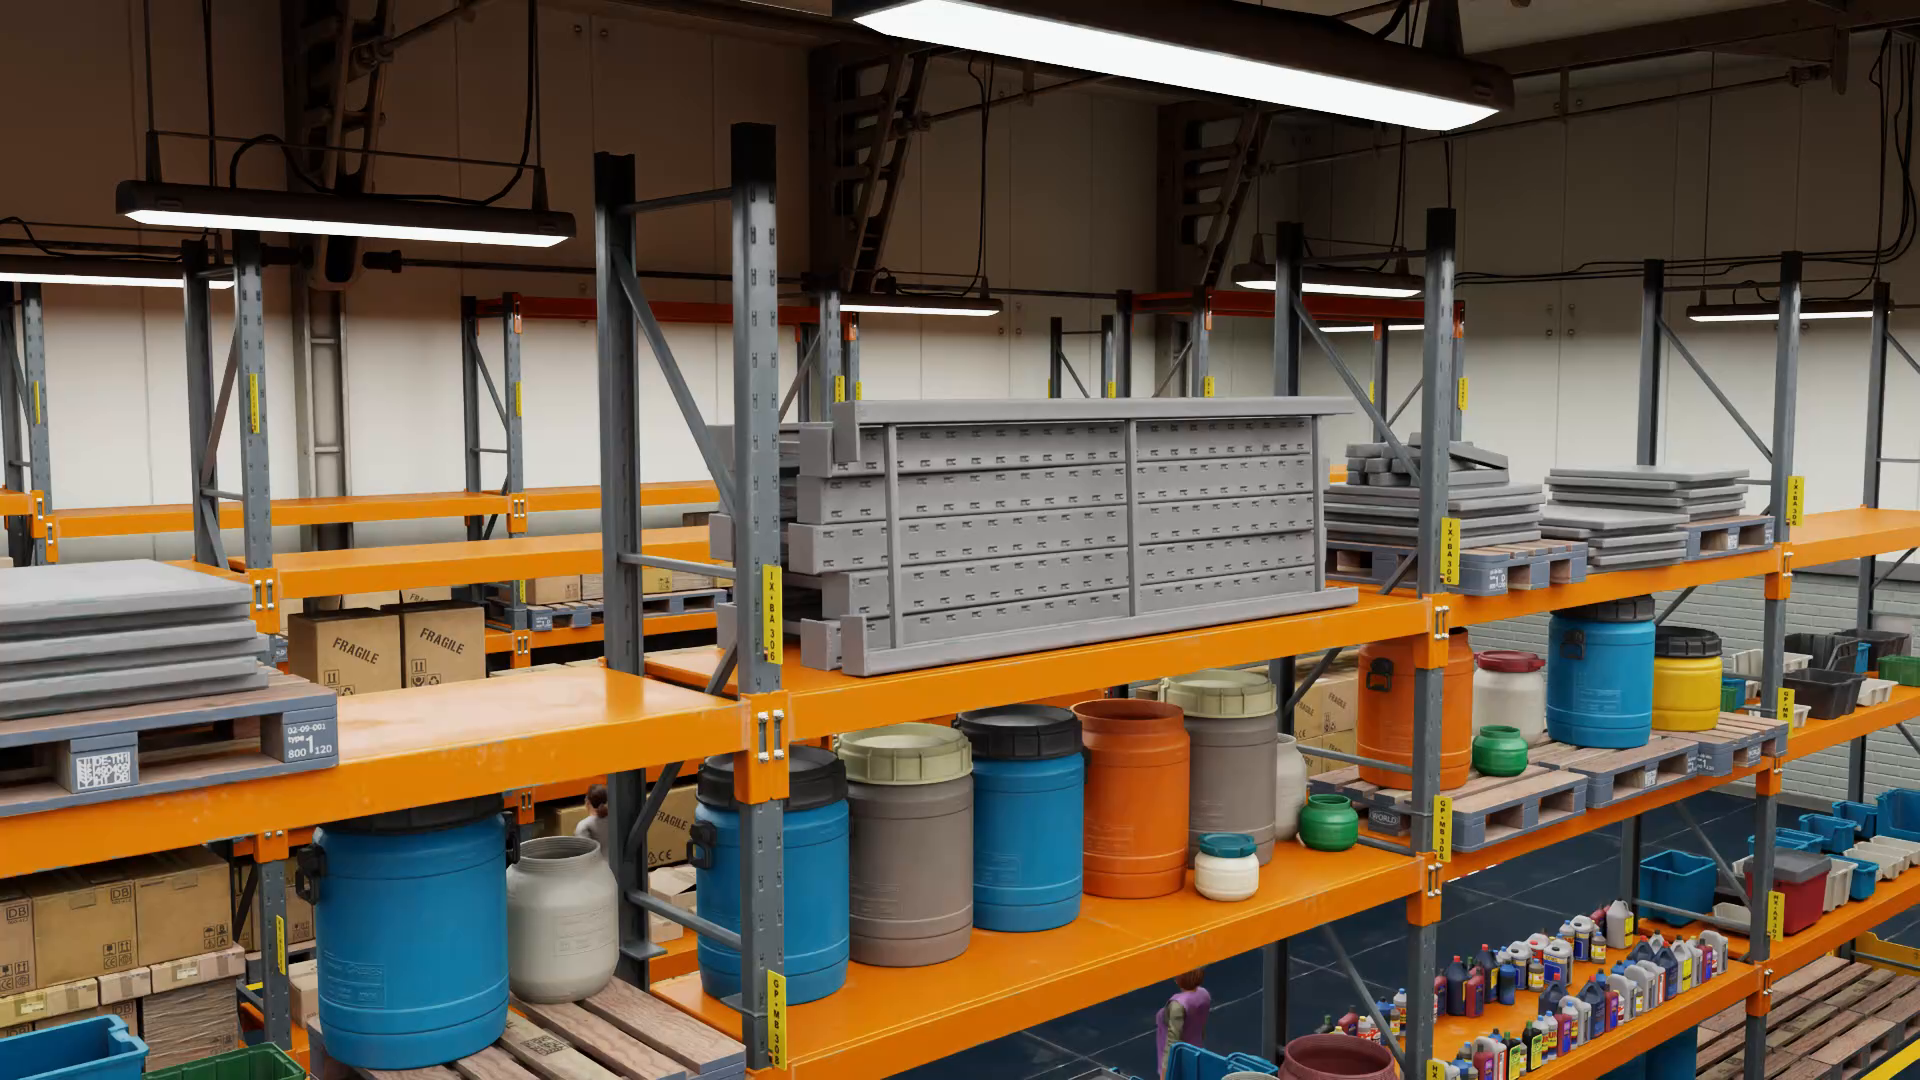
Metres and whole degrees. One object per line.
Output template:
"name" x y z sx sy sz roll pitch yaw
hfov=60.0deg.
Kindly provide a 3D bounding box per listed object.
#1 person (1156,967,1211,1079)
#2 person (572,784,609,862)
"person" 1.324 3.379 10.508 0.534 1.598 0.460 3 6 26
"person" -3.199 2.968 14.505 0.380 1.700 0.488 4 7 38
